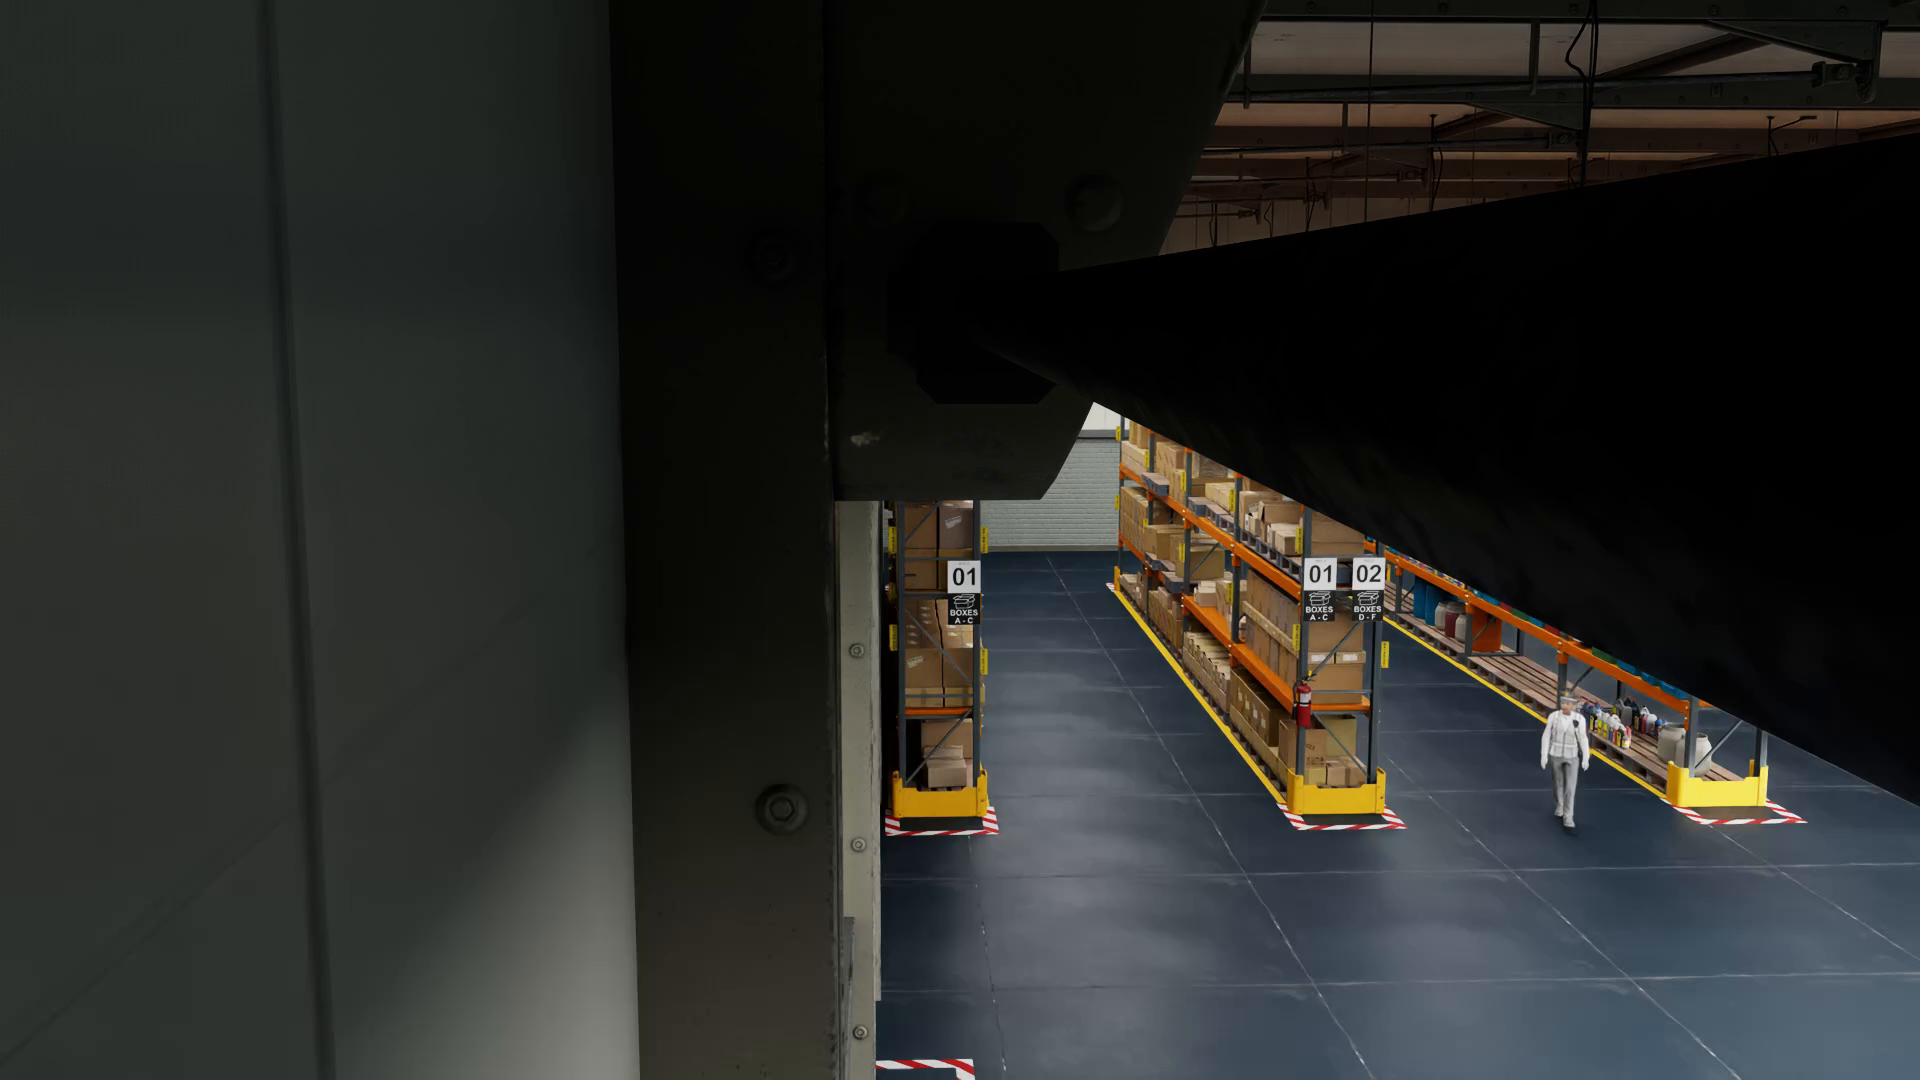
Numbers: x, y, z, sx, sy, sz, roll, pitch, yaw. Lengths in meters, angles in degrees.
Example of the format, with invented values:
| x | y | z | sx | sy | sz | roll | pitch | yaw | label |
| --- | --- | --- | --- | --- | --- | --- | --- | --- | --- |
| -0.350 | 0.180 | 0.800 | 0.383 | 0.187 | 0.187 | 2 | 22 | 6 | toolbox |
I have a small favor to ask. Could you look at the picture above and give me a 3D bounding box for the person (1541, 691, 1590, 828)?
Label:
| x | y | z | sx | sy | sz | roll | pitch | yaw | label |
| --- | --- | --- | --- | --- | --- | --- | --- | --- | --- |
| 7.289 | 2.628 | 20.070 | 0.544 | 1.627 | 1.003 | 4 | 9 | 27 | person |
